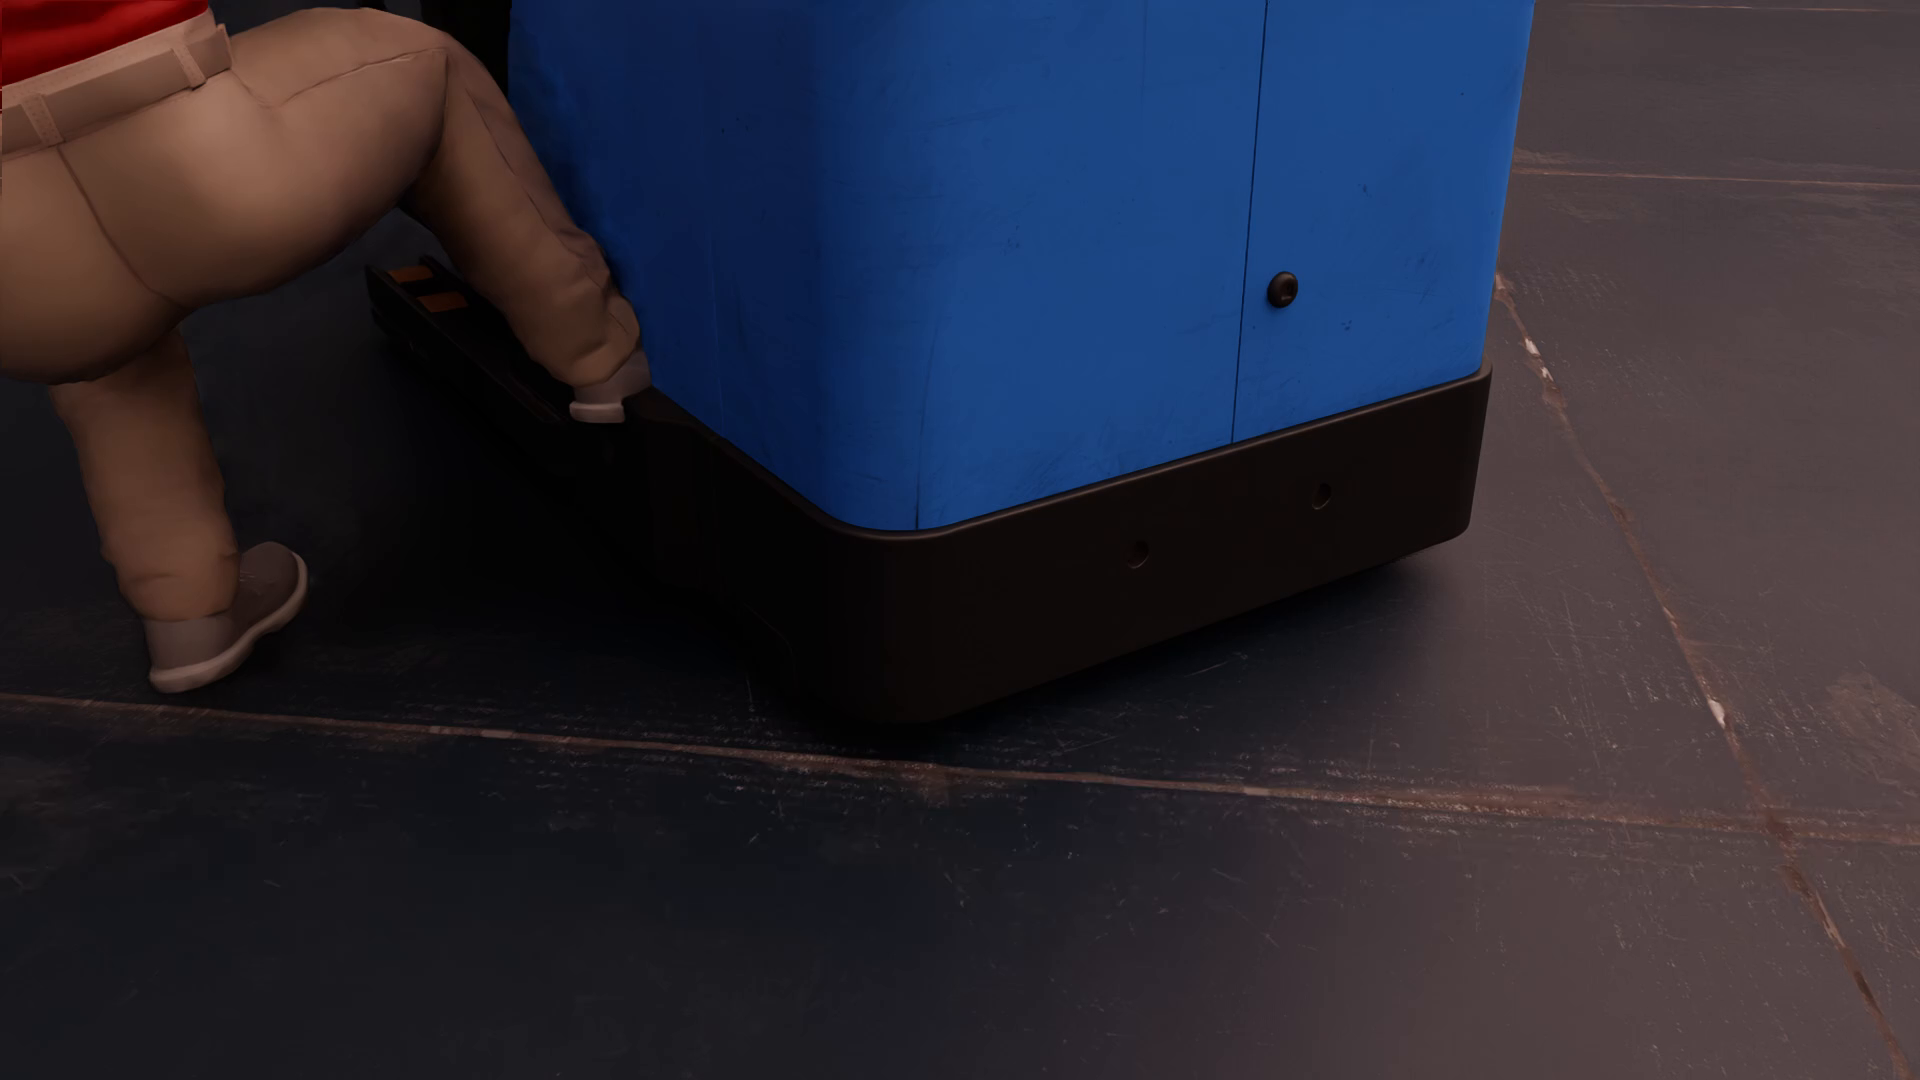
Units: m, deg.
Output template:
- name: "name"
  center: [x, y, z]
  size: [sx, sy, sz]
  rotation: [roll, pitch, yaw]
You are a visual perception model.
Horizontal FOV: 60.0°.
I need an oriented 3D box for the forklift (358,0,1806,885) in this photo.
- name: "forklift"
  center: [-0.299, -1.579, 2.382]
  size: [1.130, 2.935, 3.031]
  rotation: [-16, 31, -29]
